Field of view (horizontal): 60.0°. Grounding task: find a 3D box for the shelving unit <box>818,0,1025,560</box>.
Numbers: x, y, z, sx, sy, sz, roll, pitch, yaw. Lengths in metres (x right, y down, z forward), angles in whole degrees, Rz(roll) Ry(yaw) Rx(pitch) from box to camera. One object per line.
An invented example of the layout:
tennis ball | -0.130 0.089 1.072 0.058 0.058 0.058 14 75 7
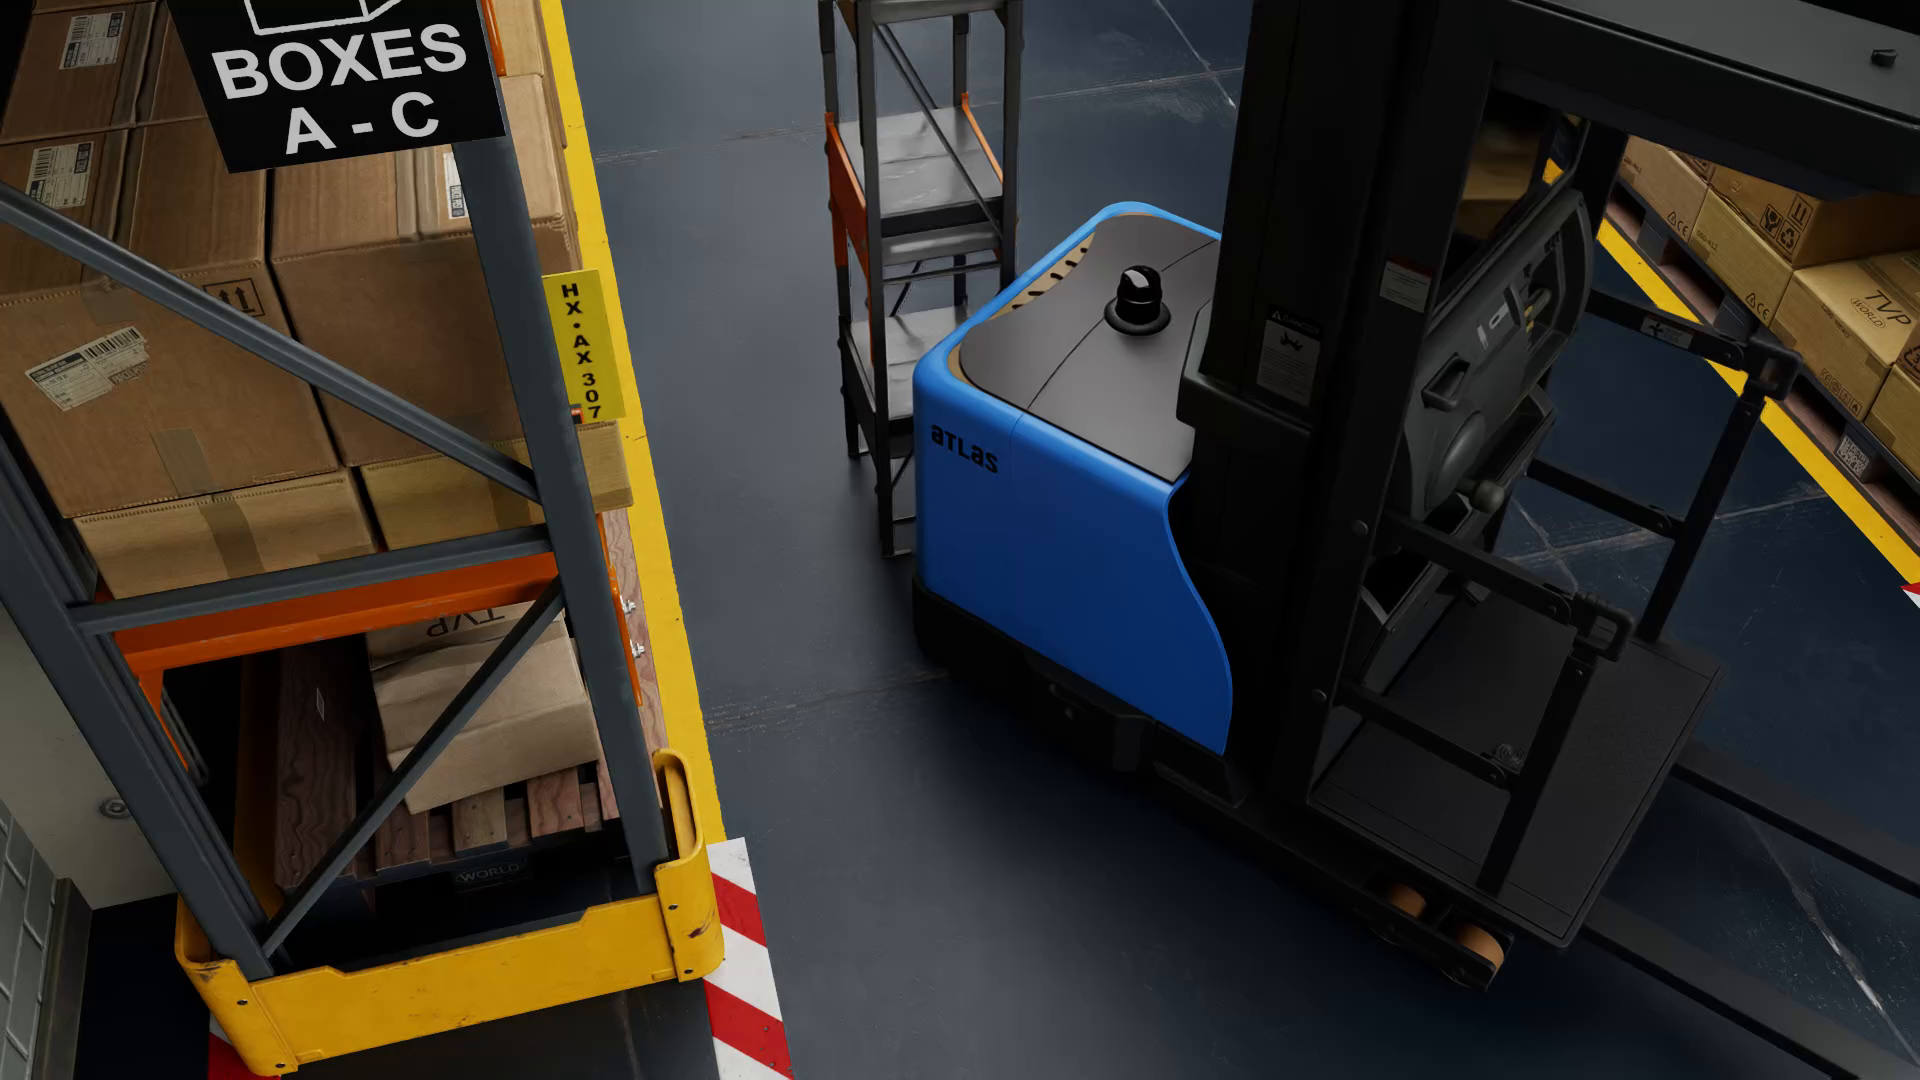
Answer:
shelving unit | -0.112 -0.885 4.647 0.431 2.100 0.503 -11 47 -11

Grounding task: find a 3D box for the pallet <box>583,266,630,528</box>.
pallet | -1.675 -0.410 5.504 1.003 0.211 1.213 -11 47 -10

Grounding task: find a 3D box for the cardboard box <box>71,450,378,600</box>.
cardboard box | -1.480 -0.167 3.404 0.500 0.250 0.500 -10 46 -10

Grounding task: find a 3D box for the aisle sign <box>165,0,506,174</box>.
aisle sign | -0.864 -0.840 2.153 0.394 0.787 0.004 -11 47 -10

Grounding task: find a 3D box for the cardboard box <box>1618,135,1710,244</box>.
cardboard box | 2.796 -1.368 6.121 0.500 0.250 0.500 -11 47 -10

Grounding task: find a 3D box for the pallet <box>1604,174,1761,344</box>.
pallet | 3.070 -1.219 6.296 1.003 0.211 1.213 -11 47 -10

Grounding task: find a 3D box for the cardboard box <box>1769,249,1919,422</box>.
cardboard box | 3.052 -0.677 5.445 0.500 0.250 0.500 -11 47 -10

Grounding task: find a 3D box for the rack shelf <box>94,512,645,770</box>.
rack shelf | -1.685 -1.054 4.687 1.077 0.370 4.000 -11 47 -10

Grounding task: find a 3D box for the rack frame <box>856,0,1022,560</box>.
rack frame | -0.047 -0.716 4.482 0.400 2.100 0.015 -11 47 -11

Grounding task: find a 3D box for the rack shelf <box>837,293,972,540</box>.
rack shelf | -0.112 -0.385 5.156 0.431 0.518 0.480 -11 47 -11

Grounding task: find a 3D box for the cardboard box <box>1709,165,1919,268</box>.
cardboard box | 2.920 -1.284 5.514 0.500 0.500 0.500 -11 47 -10

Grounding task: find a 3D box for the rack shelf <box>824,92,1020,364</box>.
rack shelf | -0.112 -0.875 4.656 0.431 0.518 0.480 -11 47 -11

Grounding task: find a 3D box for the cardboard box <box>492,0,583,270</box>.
cardboard box | -1.121 -0.870 3.568 0.500 0.500 0.500 -11 47 -10

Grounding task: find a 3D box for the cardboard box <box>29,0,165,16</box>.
cardboard box | -1.755 -1.134 3.827 0.500 0.500 0.500 -12 47 -11

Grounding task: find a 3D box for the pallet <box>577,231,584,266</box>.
pallet | -1.991 -1.254 6.331 1.003 0.211 1.213 -11 47 -10

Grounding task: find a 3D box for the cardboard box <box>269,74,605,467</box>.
cardboard box | -1.004 -0.527 3.232 0.500 0.500 0.500 -11 47 -10

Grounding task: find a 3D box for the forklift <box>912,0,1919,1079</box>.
forklift | 1.342 -0.346 3.537 3.031 2.935 1.130 29 52 25

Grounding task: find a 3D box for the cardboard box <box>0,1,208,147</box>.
cardboard box | -1.618 -0.778 3.478 0.500 0.500 0.500 -10 46 -10

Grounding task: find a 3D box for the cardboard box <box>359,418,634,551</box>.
cardboard box | -0.991 -0.275 3.510 0.500 0.250 0.500 -12 47 -11

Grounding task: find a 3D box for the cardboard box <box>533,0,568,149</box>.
cardboard box | -1.247 -1.228 3.919 0.500 0.500 0.500 -12 47 -12

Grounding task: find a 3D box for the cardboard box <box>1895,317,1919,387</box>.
cardboard box | 3.190 -0.596 4.840 0.500 0.500 0.500 -11 47 -10

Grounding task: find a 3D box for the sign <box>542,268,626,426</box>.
sign | -0.648 -0.328 2.865 0.100 0.325 0.005 -11 47 -10

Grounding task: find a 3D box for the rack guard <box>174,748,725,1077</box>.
rack guard | -1.192 0.897 4.021 1.175 0.500 0.348 -11 47 -10

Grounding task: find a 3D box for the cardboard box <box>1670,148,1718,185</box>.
cardboard box | 2.793 -1.630 5.853 0.500 0.500 0.500 -11 47 -10

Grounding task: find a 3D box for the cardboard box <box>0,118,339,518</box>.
cardboard box | -1.499 -0.429 3.136 0.500 0.500 0.500 -11 47 -11

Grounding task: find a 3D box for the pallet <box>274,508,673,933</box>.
pallet | -1.366 0.431 4.680 1.003 0.211 1.213 -11 47 -10

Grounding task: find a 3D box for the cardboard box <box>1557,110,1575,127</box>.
cardboard box | 2.663 -1.712 6.459 0.500 0.250 0.500 -11 47 -10

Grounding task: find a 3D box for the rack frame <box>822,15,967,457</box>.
rack frame | -0.177 -1.053 4.811 0.400 2.100 0.015 -11 47 -11

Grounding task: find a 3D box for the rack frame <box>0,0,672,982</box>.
rack frame | -1.173 0.075 3.076 1.000 3.000 0.127 -11 47 -10

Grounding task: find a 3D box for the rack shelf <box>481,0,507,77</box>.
rack shelf | -1.685 -2.104 3.615 1.077 0.370 4.000 -11 47 -10

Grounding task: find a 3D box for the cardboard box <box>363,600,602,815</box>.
cardboard box | -1.263 0.368 4.364 0.500 0.311 0.500 -16 48 -15

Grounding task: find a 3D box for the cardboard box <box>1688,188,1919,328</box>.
cardboard box | 2.923 -1.022 5.783 0.500 0.250 0.500 -11 47 -10

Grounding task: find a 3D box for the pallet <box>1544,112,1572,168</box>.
pallet | 2.754 -2.062 7.123 1.003 0.211 1.213 -11 47 -10

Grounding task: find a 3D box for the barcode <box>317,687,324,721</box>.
barcode | -1.654 0.425 4.301 0.001 0.075 0.075 -11 47 -10

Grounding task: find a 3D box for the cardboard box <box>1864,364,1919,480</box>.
cardboard box | 3.192 -0.334 5.109 0.500 0.250 0.500 -11 47 -10

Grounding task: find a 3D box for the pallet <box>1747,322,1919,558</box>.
pallet | 3.379 -0.378 5.472 1.003 0.211 1.213 -11 47 -10

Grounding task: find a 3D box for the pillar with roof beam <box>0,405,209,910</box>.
pillar with roof beam | 1.973 -3.137 2.024 9.100 9.000 0.400 -11 47 -10

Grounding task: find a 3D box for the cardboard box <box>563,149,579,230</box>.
cardboard box | -1.262 -0.983 4.205 0.500 0.250 0.500 -11 47 -11

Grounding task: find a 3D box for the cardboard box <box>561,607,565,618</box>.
cardboard box | -1.409 -0.026 4.750 0.500 0.311 0.500 -7 46 -7

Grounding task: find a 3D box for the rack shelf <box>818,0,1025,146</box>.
rack shelf | -0.112 -1.365 4.156 0.431 0.518 0.480 -11 47 -11

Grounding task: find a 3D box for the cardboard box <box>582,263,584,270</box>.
cardboard box | -1.137 -0.631 3.859 0.500 0.250 0.500 -12 47 -12
